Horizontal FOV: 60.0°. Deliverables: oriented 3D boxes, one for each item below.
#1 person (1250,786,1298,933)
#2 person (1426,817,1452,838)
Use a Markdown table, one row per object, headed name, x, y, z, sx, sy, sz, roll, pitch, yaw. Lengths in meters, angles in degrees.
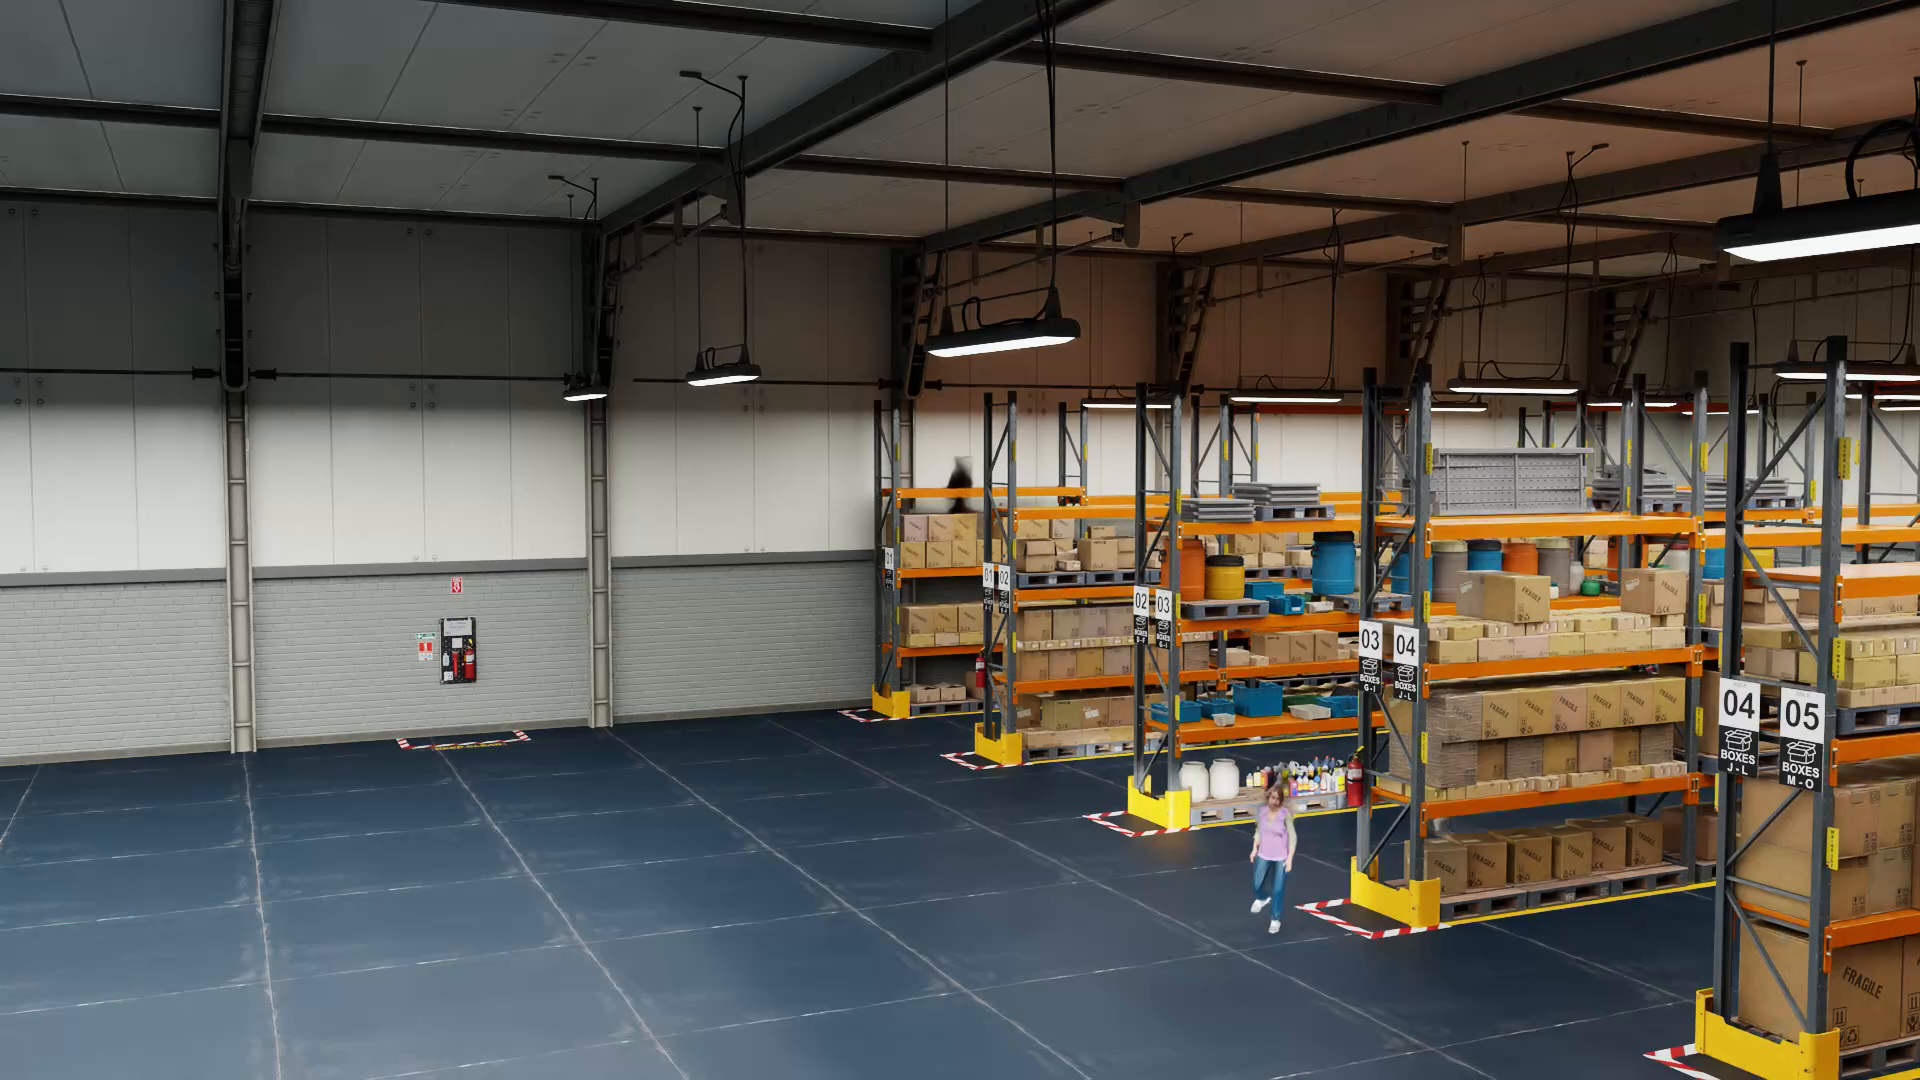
| name | x | y | z | sx | sy | sz | roll | pitch | yaw |
| --- | --- | --- | --- | --- | --- | --- | --- | --- | --- |
| person | 3.306 | 3.367 | 17.586 | 0.580 | 1.576 | 0.603 | 2 | 4 | 27 |
| person | 5.819 | 3.117 | 20.308 | 0.786 | 1.712 | 0.713 | 0 | 3 | -6 |
